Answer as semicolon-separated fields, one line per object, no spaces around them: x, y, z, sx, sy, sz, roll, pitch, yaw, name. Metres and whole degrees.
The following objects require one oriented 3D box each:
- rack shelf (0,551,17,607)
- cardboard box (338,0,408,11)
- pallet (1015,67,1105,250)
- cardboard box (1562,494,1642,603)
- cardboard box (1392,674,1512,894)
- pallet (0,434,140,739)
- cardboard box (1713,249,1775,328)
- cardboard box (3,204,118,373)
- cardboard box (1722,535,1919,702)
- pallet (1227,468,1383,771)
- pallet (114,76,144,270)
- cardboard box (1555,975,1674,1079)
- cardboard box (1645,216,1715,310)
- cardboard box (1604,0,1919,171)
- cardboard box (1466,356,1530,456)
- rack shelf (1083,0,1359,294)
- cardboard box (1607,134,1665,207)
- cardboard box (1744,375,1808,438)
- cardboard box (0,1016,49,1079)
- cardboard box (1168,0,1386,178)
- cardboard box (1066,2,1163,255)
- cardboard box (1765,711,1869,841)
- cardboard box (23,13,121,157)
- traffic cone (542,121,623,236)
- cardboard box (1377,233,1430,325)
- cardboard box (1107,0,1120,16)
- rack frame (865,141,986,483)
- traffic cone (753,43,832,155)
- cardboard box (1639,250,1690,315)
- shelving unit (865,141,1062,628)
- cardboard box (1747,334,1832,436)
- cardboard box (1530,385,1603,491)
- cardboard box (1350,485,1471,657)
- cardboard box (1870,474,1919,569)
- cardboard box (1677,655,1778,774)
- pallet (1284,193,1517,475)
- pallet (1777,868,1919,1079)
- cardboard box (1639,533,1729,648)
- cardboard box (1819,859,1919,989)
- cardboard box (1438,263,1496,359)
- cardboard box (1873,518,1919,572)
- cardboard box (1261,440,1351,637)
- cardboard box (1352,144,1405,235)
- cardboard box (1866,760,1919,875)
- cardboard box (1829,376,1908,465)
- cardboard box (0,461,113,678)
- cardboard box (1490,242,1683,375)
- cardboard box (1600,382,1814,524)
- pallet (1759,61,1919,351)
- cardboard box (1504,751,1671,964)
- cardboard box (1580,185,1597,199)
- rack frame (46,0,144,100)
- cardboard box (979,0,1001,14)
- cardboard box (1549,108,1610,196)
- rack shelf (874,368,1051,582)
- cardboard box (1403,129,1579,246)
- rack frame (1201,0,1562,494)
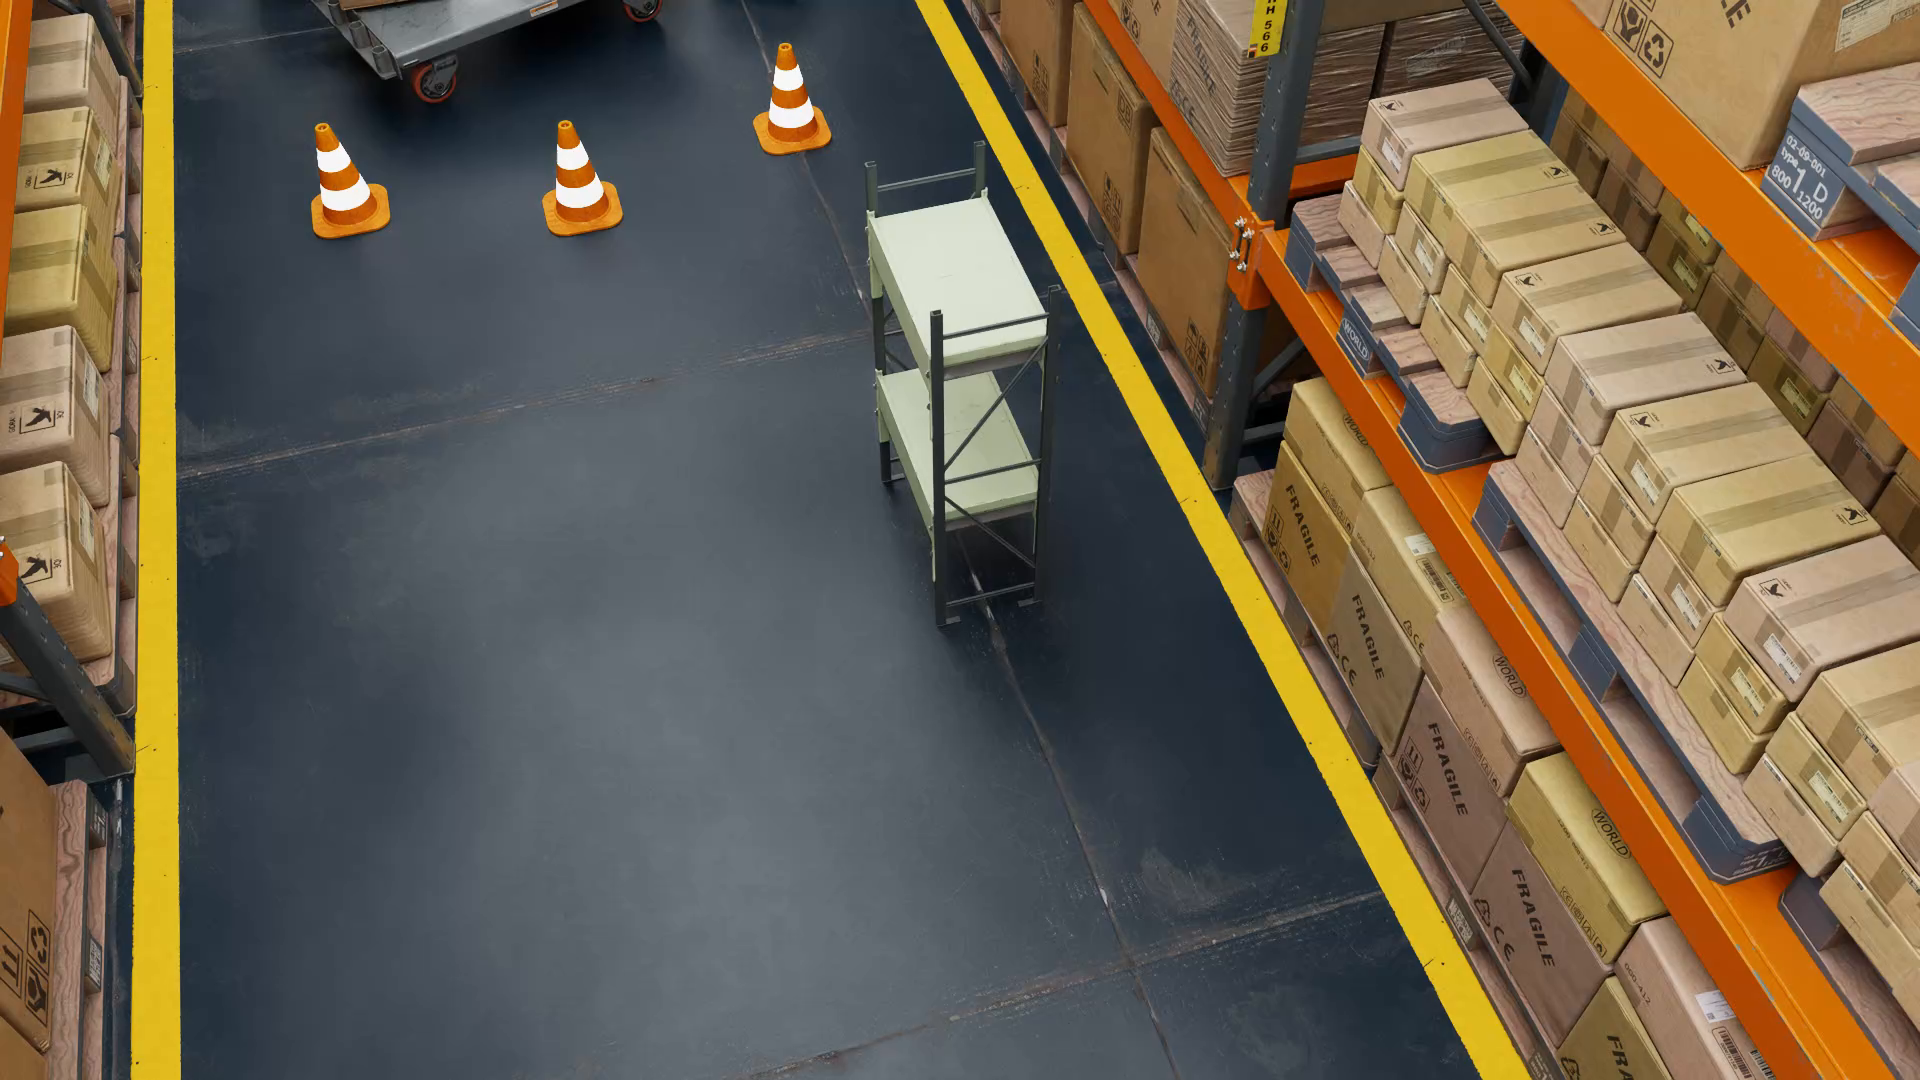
-2.674;1.581;3.426;1.077;0.370;4.000;-13;51;-11;rack shelf
-2.757;-2.896;7.869;0.500;0.500;0.500;-13;51;-11;cardboard box
0.915;-1.888;7.704;1.003;0.211;1.213;-13;51;-11;pallet
1.767;-0.019;4.194;0.380;0.149;0.250;-13;51;-10;cardboard box
1.707;0.680;5.075;0.500;0.500;0.500;-14;51;-12;cardboard box
-3.495;0.216;5.930;1.003;0.211;1.213;-13;51;-11;pallet
2.249;-0.727;4.402;0.380;0.149;0.250;-12;51;-10;cardboard box
-3.867;-0.907;6.497;0.950;0.372;0.625;-12;51;-10;cardboard box
1.927;0.169;3.646;0.380;0.149;0.250;-15;52;-13;cardboard box
1.663;0.165;5.973;1.003;0.211;1.213;-13;51;-11;pallet
-4.216;-1.566;7.432;1.003;0.211;1.213;-13;51;-11;pallet
2.006;1.429;4.444;0.500;0.500;0.500;-14;51;-12;cardboard box
2.176;-0.811;4.667;0.380;0.149;0.250;-12;51;-10;cardboard box
1.656;-1.099;3.187;0.500;0.500;0.500;-13;51;-11;cardboard box
1.614;-0.397;4.512;0.380;0.149;0.250;-11;51;-9;cardboard box
0.842;-2.534;6.895;1.077;0.370;4.000;-13;51;-11;rack shelf
2.089;-1.113;4.727;0.380;0.149;0.250;-14;51;-11;cardboard box
2.318;-0.354;4.476;0.380;0.149;0.250;-15;52;-13;cardboard box
-2.880;1.613;4.043;0.875;0.875;0.875;-13;51;-11;cardboard box
1.044;-1.605;5.576;0.500;0.500;0.500;-13;51;-11;cardboard box
1.078;-1.818;7.017;1.050;0.750;0.750;-13;51;-10;cardboard box
2.000;0.457;3.598;0.380;0.149;0.250;-16;52;-13;cardboard box
-4.291;-1.939;7.367;0.950;0.372;0.625;-13;51;-11;cardboard box
-1.703;-1.641;7.331;0.336;0.463;0.334;-13;51;-11;traffic cone
1.452;-0.791;4.844;0.380;0.149;0.250;-11;51;-9;cardboard box
0.750;-2.335;6.191;0.500;0.500;0.500;-14;51;-12;cardboard box
-0.110;-0.756;5.906;0.400;1.500;0.023;-13;51;-11;rack frame
-0.795;-2.088;7.707;0.336;0.463;0.334;-13;51;-11;traffic cone
2.167;-0.733;4.796;0.380;0.149;0.250;-13;51;-10;cardboard box
-0.002;-0.488;5.681;0.431;1.500;0.755;-13;51;-11;shelving unit
2.320;-0.446;4.359;0.380;0.149;0.250;-14;51;-11;cardboard box
1.697;-0.299;4.235;0.380;0.149;0.250;-13;51;-11;cardboard box
1.556;0.052;5.114;0.500;0.250;0.500;-14;51;-11;cardboard box
2.475;-0.067;4.040;0.380;0.149;0.250;-14;51;-12;cardboard box
1.922;0.366;3.869;0.380;0.149;0.250;-11;51;-9;cardboard box
1.746;-0.747;5.043;1.213;0.211;1.003;-13;51;-11;pallet
2.529;1.087;3.497;1.003;0.211;1.213;-13;51;-11;pallet
1.851;0.080;3.916;0.380;0.149;0.250;-12;51;-10;cardboard box
2.087;0.762;3.536;0.380;0.149;0.250;-16;52;-13;cardboard box
1.549;-0.665;4.544;0.380;0.149;0.250;-15;51;-12;cardboard box
2.477;0.033;4.150;0.380;0.149;0.250;-15;52;-13;cardboard box
1.399;-0.060;5.699;0.500;0.500;0.500;-15;52;-13;cardboard box
1.385;-1.057;4.874;0.380;0.149;0.250;-11;51;-9;cardboard box
2.079;0.545;3.330;0.380;0.149;0.250;-13;51;-11;cardboard box
2.397;-0.352;4.085;0.380;0.149;0.250;-11;51;-9;cardboard box
-3.423;0.185;5.576;0.950;0.372;0.625;-16;52;-13;cardboard box
1.613;-0.600;4.295;0.380;0.149;0.250;-15;52;-12;cardboard box
1.775;-0.210;3.966;0.380;0.149;0.250;-12;51;-10;cardboard box
2.226;-0.521;2.889;1.213;0.211;1.003;-13;51;-11;pallet
1.846;0.797;4.486;0.500;0.250;0.500;-15;52;-13;cardboard box
2.019;-1.103;5.107;0.380;0.149;0.250;-13;51;-10;cardboard box
-4.448;-3.033;6.845;1.000;3.000;0.127;-13;51;-11;rack frame
0.520;-3.204;8.186;1.050;0.750;0.750;-14;51;-11;cardboard box
2.015;-1.197;4.992;0.380;0.149;0.250;-12;51;-10;cardboard box
-0.002;-0.278;5.930;0.431;0.370;0.720;-13;51;-11;rack shelf
1.467;-0.974;4.610;0.380;0.149;0.250;-15;51;-12;cardboard box
1.434;-1.305;5.388;1.000;3.000;0.127;-13;51;-11;rack frame
